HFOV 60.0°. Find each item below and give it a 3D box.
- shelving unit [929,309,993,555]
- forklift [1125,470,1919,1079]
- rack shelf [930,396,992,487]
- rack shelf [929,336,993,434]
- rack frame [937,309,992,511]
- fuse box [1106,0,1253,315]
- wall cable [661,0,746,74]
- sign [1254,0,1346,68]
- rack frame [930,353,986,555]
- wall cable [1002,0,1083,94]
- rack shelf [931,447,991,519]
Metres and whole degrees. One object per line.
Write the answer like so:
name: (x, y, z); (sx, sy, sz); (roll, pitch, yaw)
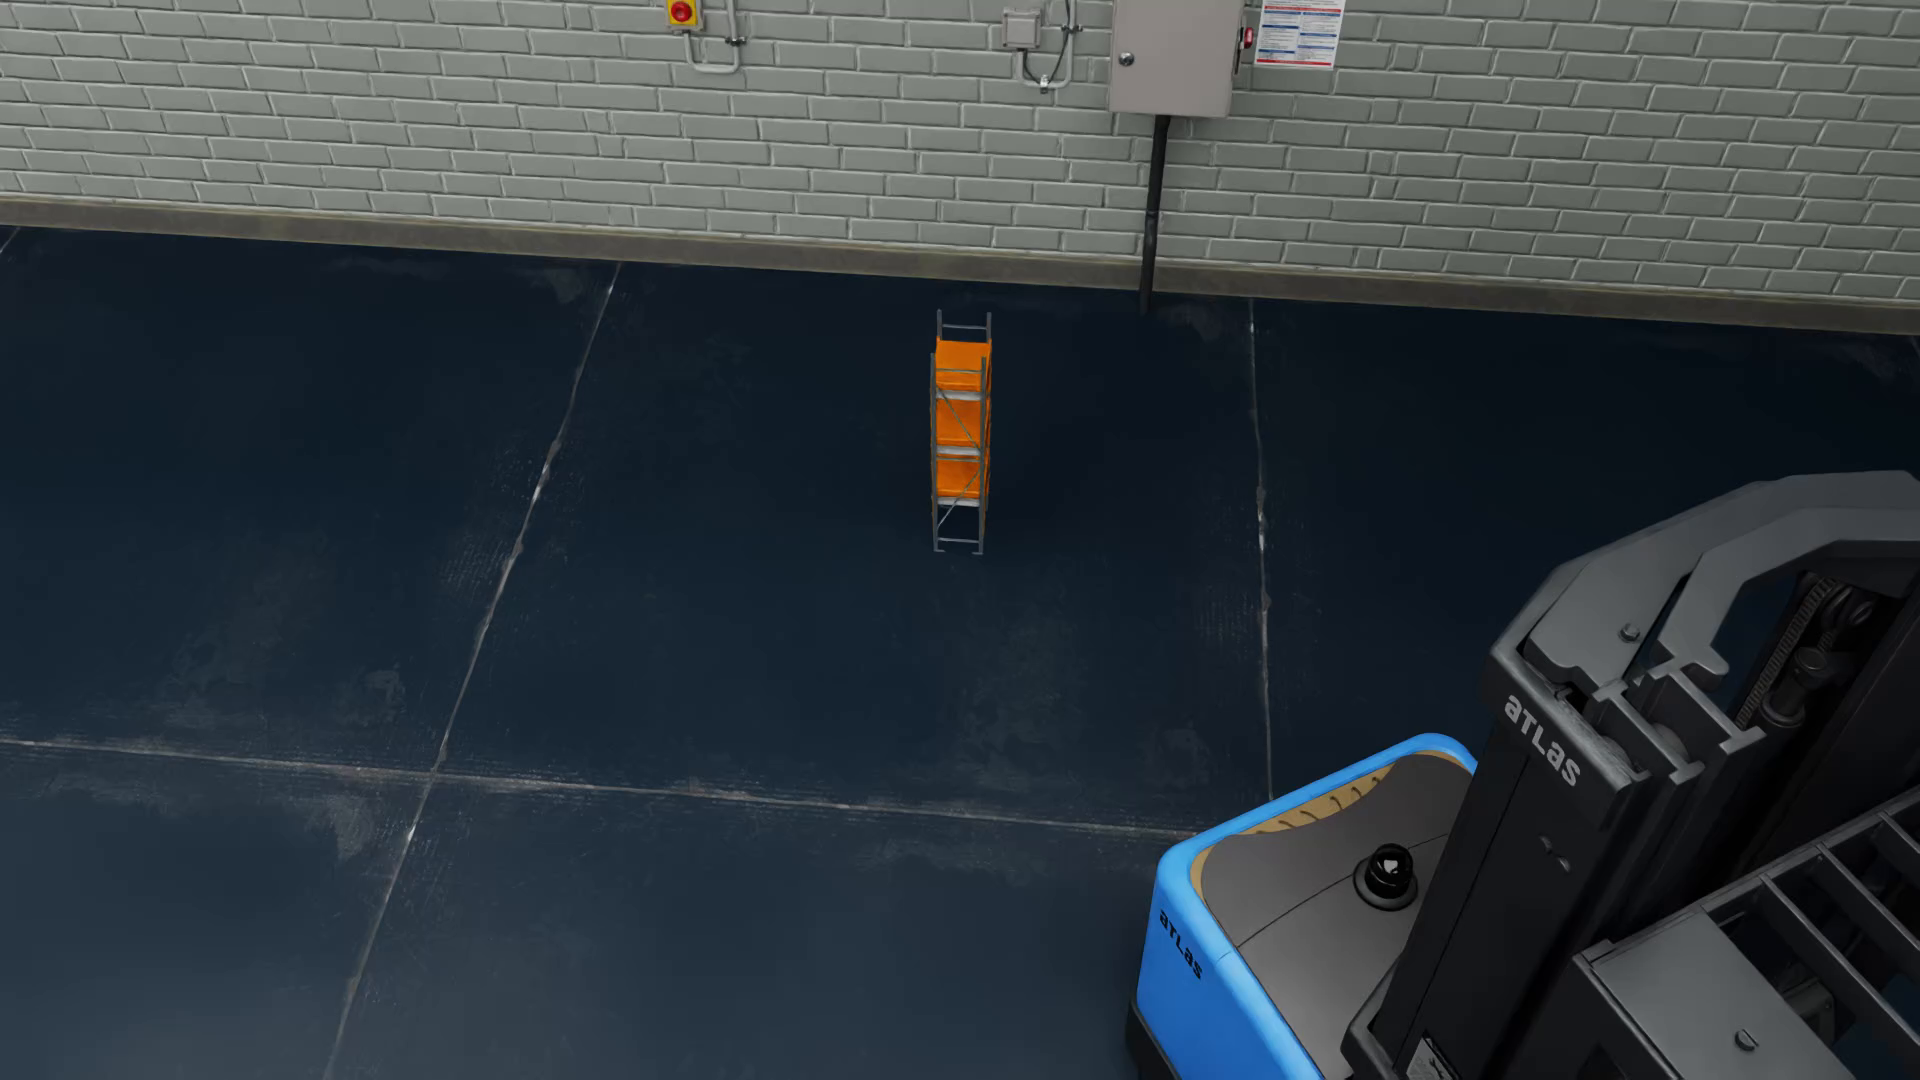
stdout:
shelving unit: (0.005, -0.394, 6.399); (0.215, 1.050, 0.252); (4, 48, 4)
forklift: (1.632, 1.404, 3.480); (1.130, 2.935, 3.031); (-20, 51, -18)
rack shelf: (0.005, -0.386, 6.406); (0.215, 0.259, 0.240); (4, 48, 4)
rack shelf: (0.005, -0.578, 6.197); (0.215, 0.259, 0.240); (4, 48, 4)
rack frame: (0.016, -0.483, 6.481); (0.200, 1.050, 0.008); (4, 48, 4)
fuse box: (0.876, -1.617, 7.069); (0.539, 1.711, 0.414); (4, 48, 4)
wall cable: (-1.203, -2.653, 6.434); (0.585, 1.953, 0.123); (4, 48, 4)
sign: (1.386, -2.138, 6.737); (0.329, 0.494, 0.001); (4, 48, 4)
rack frame: (-0.006, -0.304, 6.317); (0.200, 1.050, 0.008); (4, 48, 4)
wall cable: (0.211, -2.556, 6.366); (0.588, 1.984, 0.122); (4, 48, 4)
rack shelf: (0.005, -0.199, 6.611); (0.215, 0.259, 0.240); (4, 48, 4)
